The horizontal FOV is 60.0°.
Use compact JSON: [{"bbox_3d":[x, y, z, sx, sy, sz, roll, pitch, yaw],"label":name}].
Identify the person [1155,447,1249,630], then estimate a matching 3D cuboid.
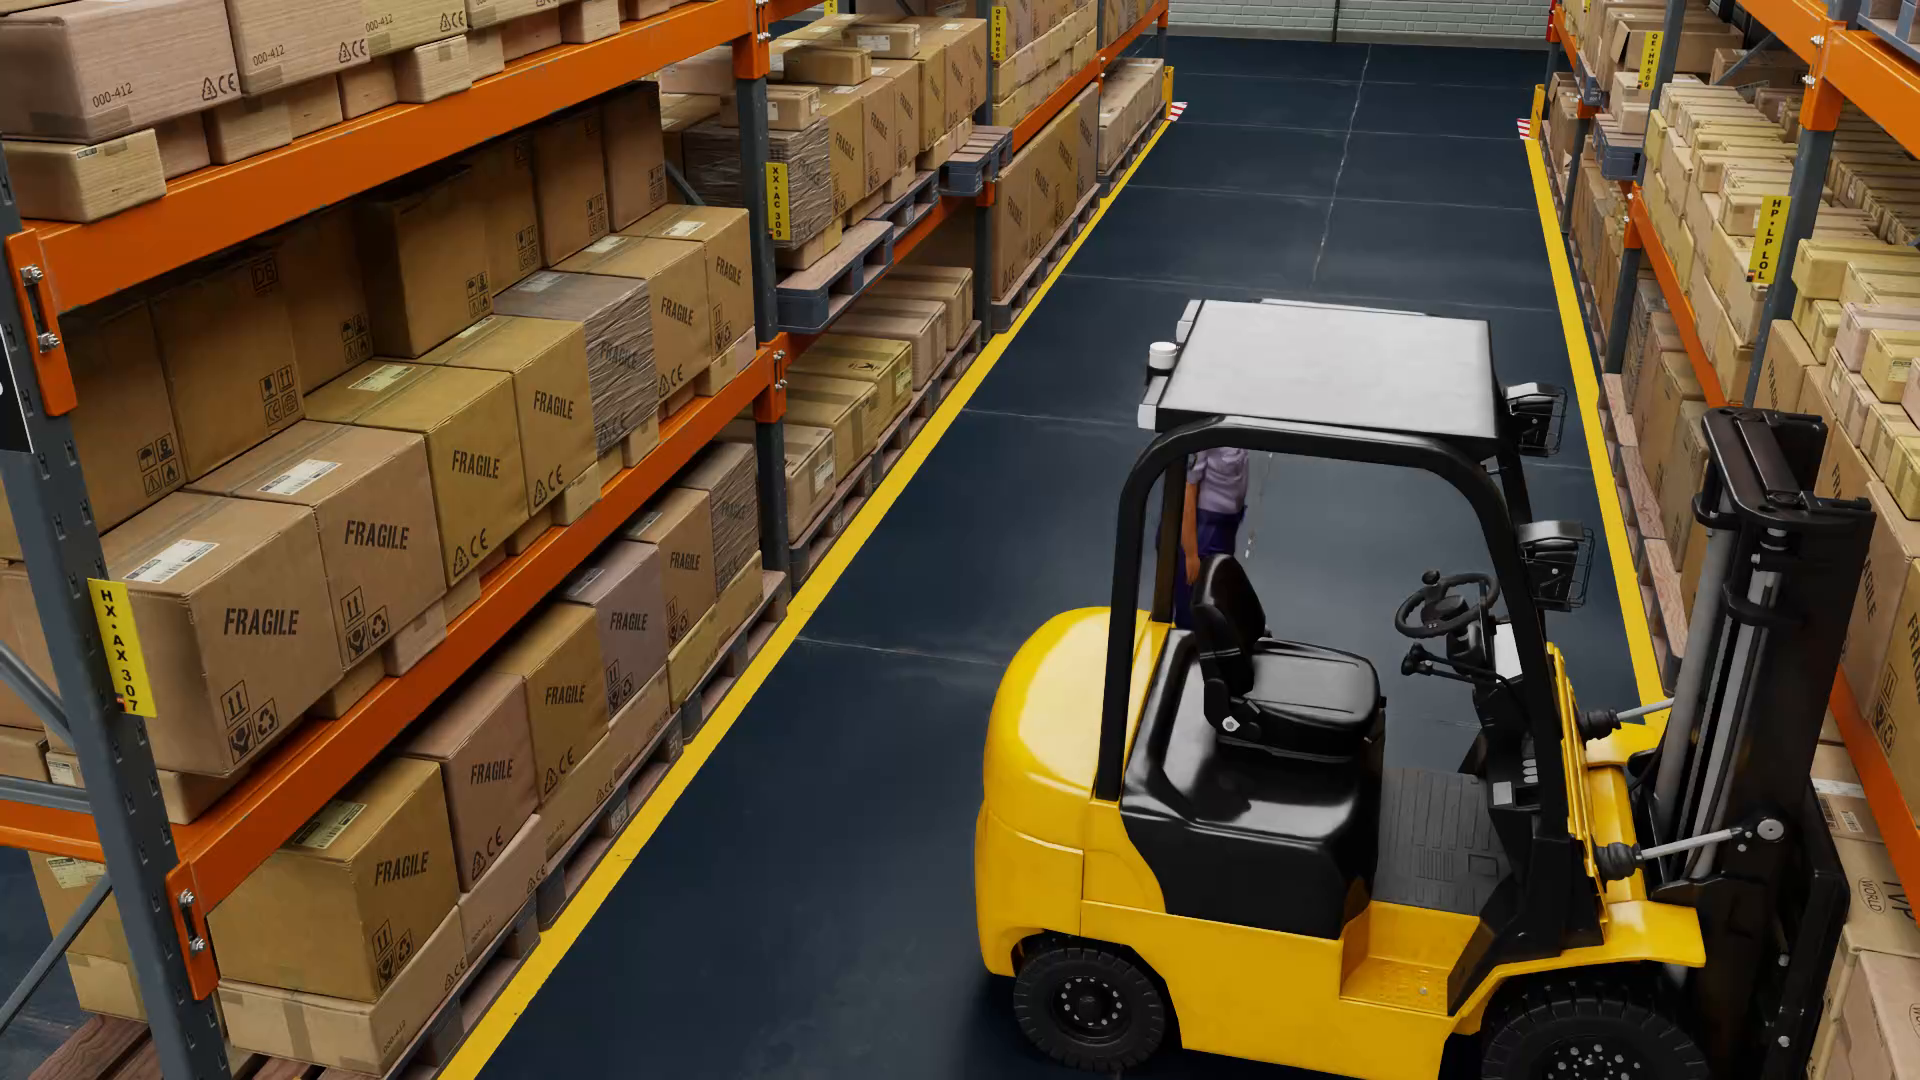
[{"bbox_3d":[0.994,-0.007,6.630,0.400,1.672,0.484,7,26,14],"label":"person"}]
